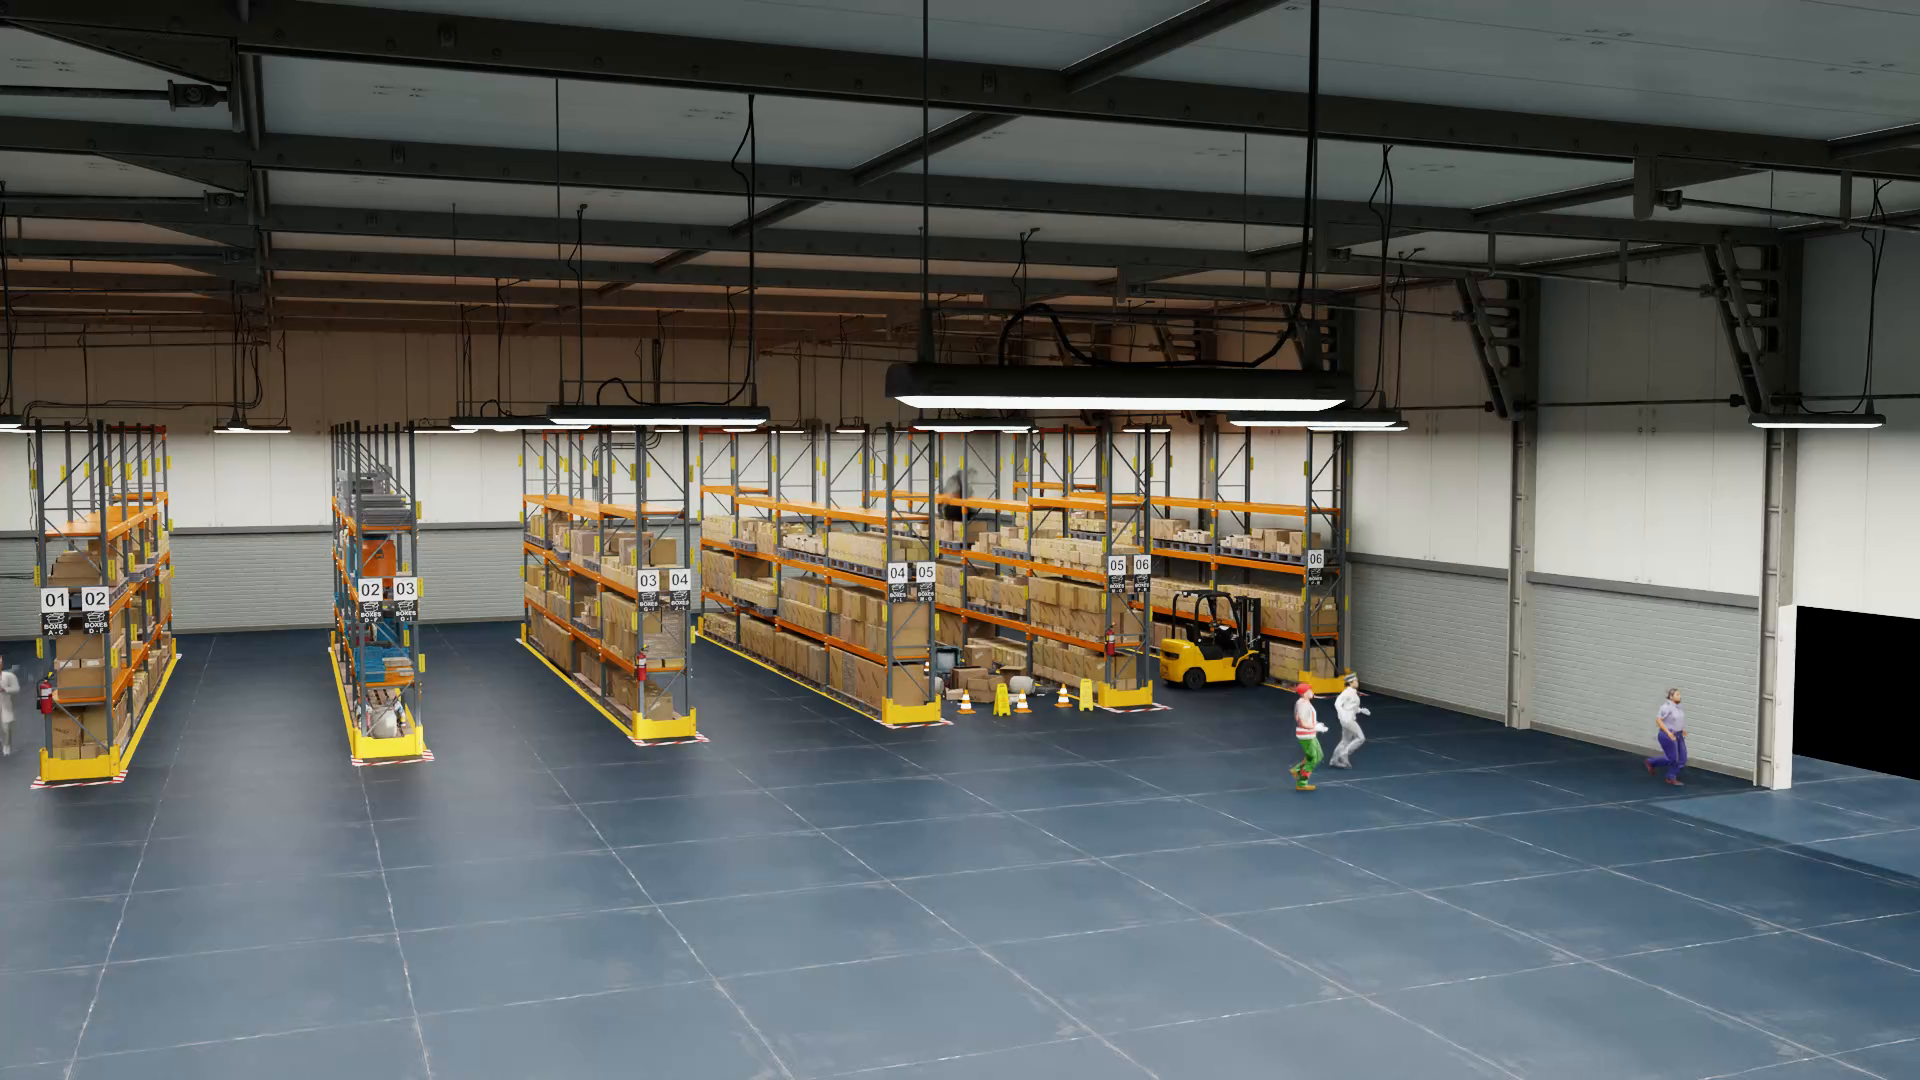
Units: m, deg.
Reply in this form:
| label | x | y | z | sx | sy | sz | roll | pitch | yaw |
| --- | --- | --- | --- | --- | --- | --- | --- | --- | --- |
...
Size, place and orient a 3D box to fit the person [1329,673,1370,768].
| label | x | y | z | sx | sy | sz | roll | pitch | yaw |
| --- | --- | --- | --- | --- | --- | --- | --- | --- | --- |
| person | 6.712 | 3.097 | 28.616 | 0.674 | 1.643 | 0.533 | 1 | 4 | 19 |

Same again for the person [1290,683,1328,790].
| label | x | y | z | sx | sy | sz | roll | pitch | yaw |
| --- | --- | --- | --- | --- | --- | --- | --- | --- | --- |
| person | 5.647 | 3.169 | 26.820 | 0.561 | 1.740 | 0.648 | 1 | 4 | 11 |

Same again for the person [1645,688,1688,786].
| label | x | y | z | sx | sy | sz | roll | pitch | yaw |
| --- | --- | --- | --- | --- | --- | --- | --- | --- | --- |
| person | 11.647 | 3.220 | 27.369 | 0.599 | 1.592 | 0.609 | -3 | 5 | -38 |

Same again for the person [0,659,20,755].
| label | x | y | z | sx | sy | sz | roll | pitch | yaw |
| --- | --- | --- | --- | --- | --- | --- | --- | --- | --- |
| person | -16.943 | 3.018 | 29.299 | 0.695 | 1.694 | 1.042 | -2 | 4 | -24 |
